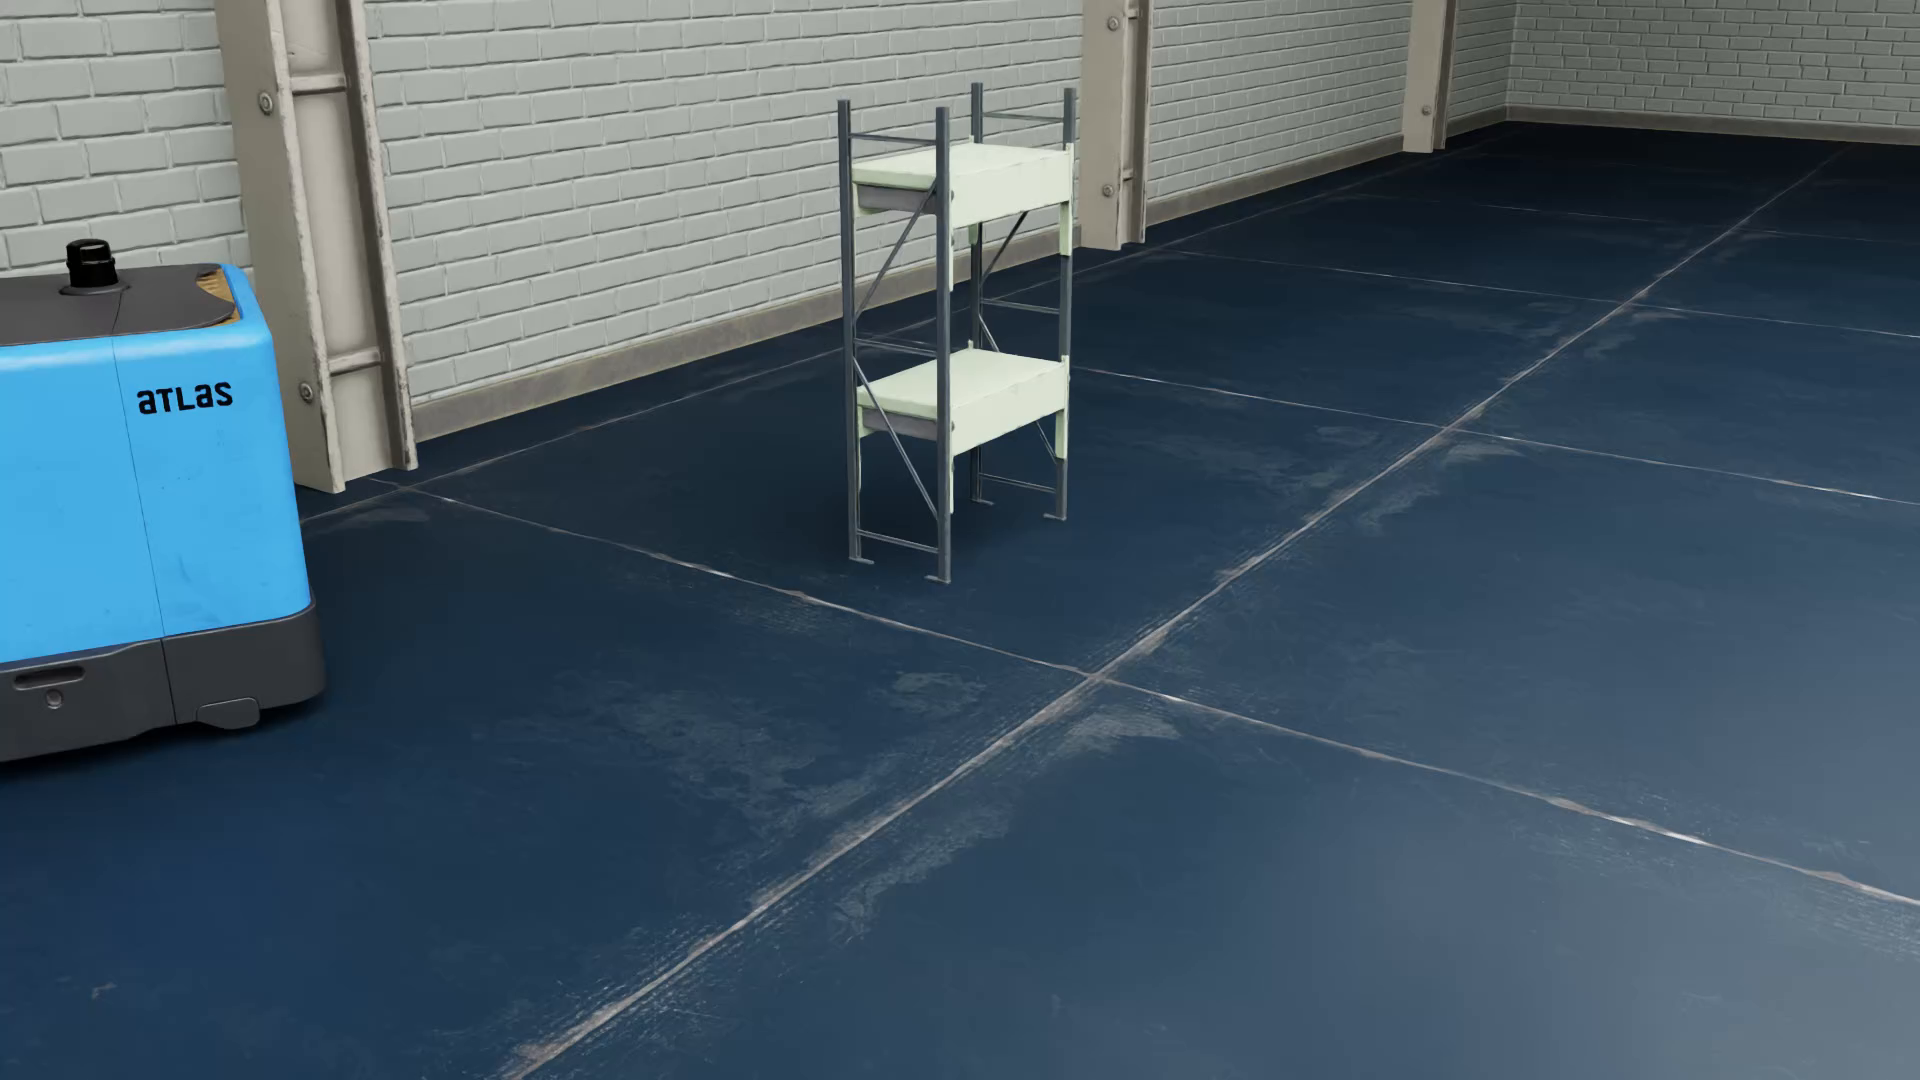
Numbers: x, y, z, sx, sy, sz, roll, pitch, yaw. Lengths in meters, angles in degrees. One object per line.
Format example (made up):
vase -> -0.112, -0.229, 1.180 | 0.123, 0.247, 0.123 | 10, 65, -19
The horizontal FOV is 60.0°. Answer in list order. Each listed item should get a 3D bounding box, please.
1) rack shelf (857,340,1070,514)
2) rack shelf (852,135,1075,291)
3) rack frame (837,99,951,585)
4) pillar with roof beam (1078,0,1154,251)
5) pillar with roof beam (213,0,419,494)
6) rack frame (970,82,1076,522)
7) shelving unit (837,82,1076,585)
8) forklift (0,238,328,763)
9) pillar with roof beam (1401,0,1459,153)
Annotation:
rack shelf -> 0.004, -0.400, 5.623 | 0.431, 0.370, 0.720 | 13, 24, 32
rack shelf -> 0.004, -1.071, 5.375 | 0.431, 0.370, 0.720 | 13, 24, 32
rack frame -> -0.202, -0.600, 5.226 | 0.400, 1.500, 0.023 | 13, 24, 32
pillar with roof beam -> 4.570, -5.362, 7.290 | 9.100, 9.000, 0.400 | 13, 24, 32
pillar with roof beam -> 1.197, -3.640, 2.635 | 9.100, 9.000, 0.400 | 13, 24, 32
rack frame -> 0.209, -0.810, 5.794 | 0.400, 1.500, 0.023 | 13, 24, 32
shelving unit -> 0.004, -0.705, 5.510 | 0.431, 1.500, 0.755 | 13, 24, 32
forklift -> -3.263, -0.822, 3.764 | 3.031, 2.935, 1.130 | -10, 22, -24
pillar with roof beam -> 7.943, -7.083, 11.944 | 9.100, 9.000, 0.400 | 13, 24, 32
